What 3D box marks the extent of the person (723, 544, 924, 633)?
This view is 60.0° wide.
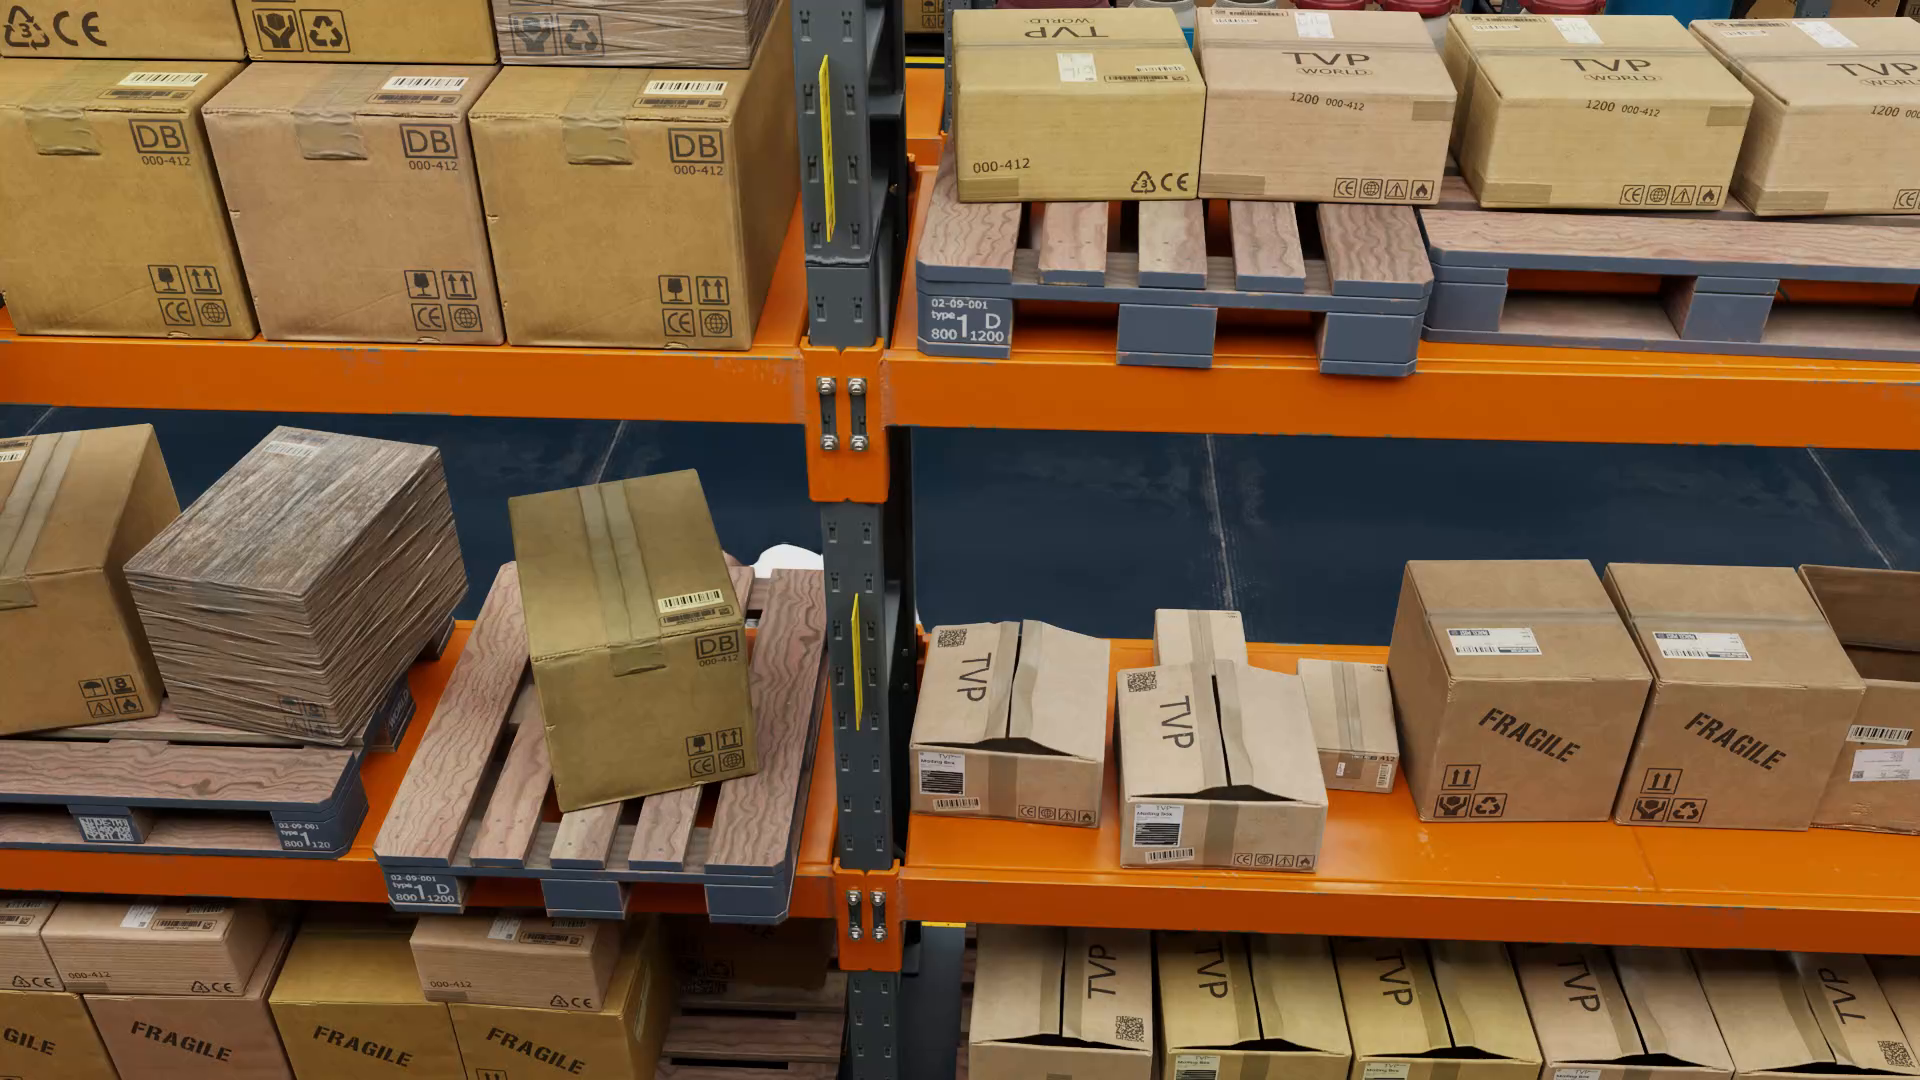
[{"bbox_3d":[-0.589,0.391,6.406,0.905,0.887,0.594,1,35,2],"label":"person"}]
